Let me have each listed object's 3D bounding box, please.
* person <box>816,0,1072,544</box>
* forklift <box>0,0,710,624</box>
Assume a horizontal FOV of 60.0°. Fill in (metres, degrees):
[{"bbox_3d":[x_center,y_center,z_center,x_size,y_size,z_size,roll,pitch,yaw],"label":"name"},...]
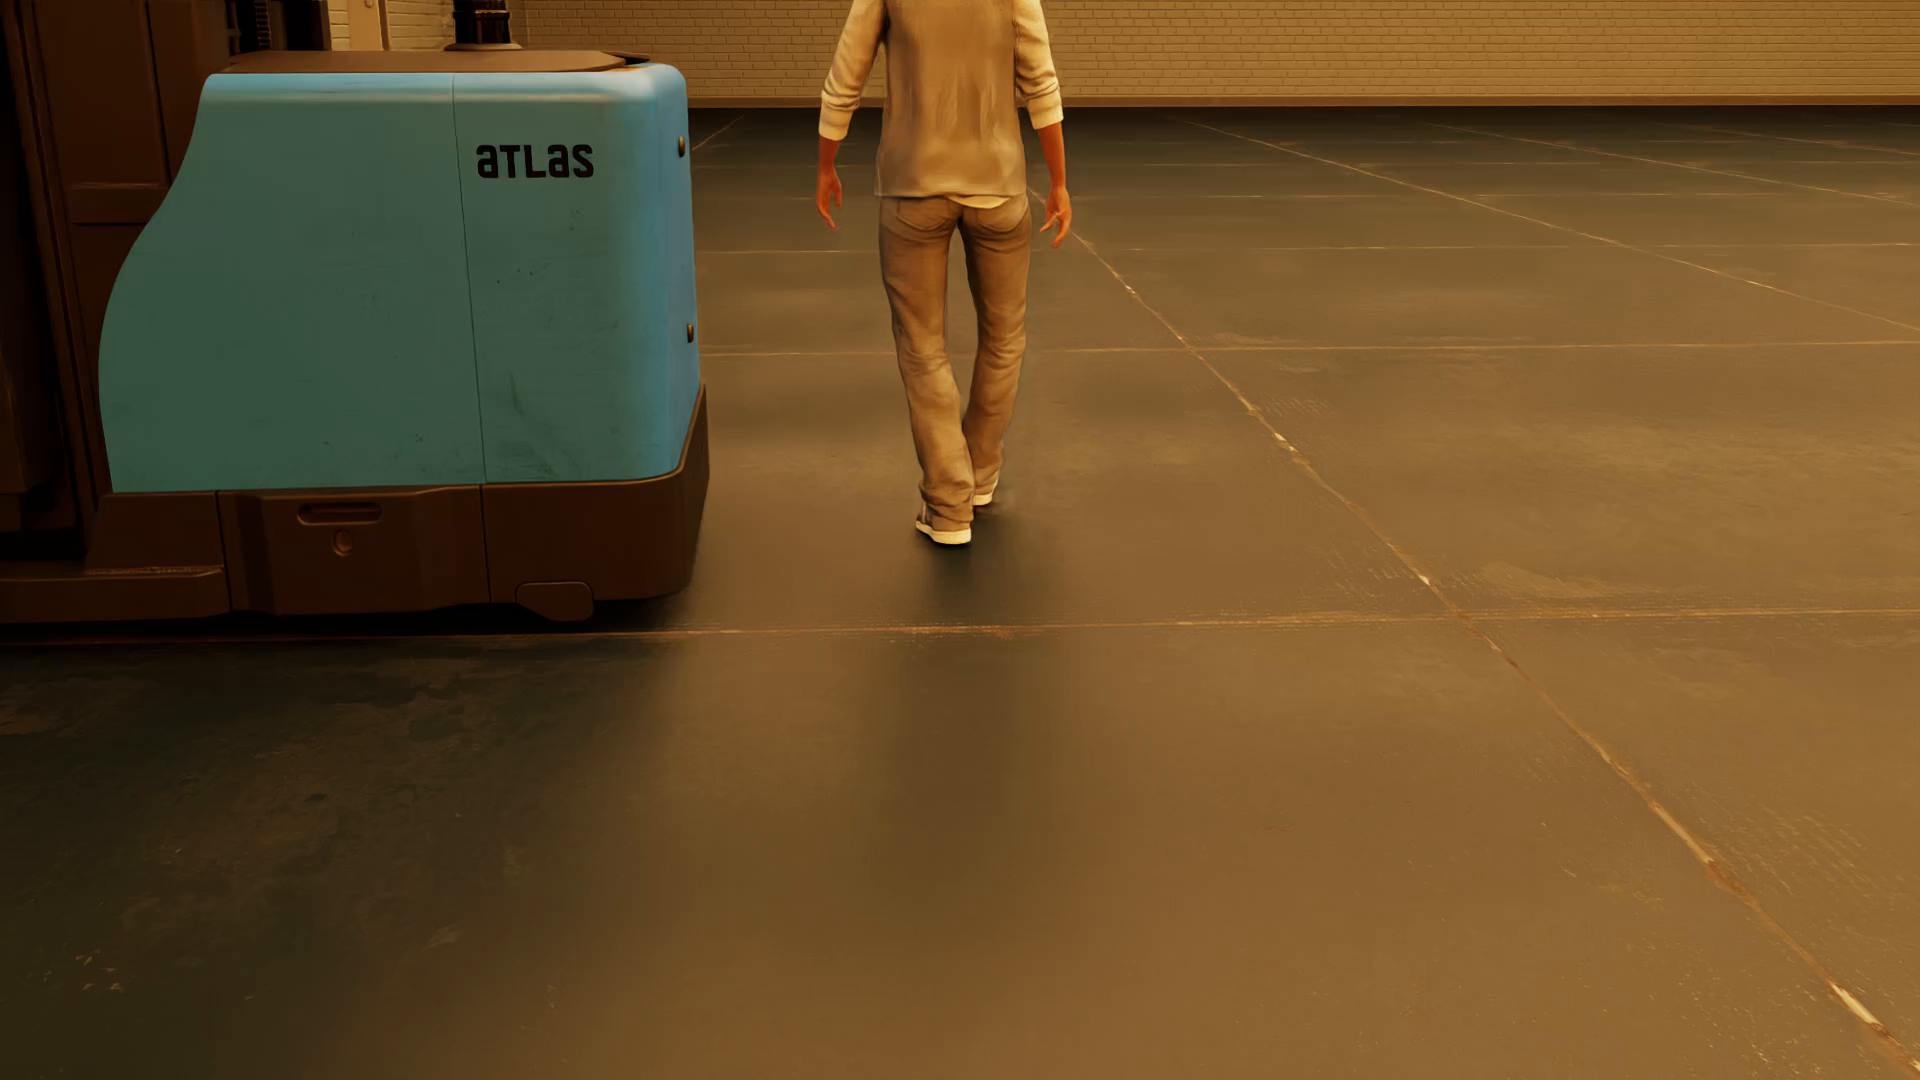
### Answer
[{"bbox_3d":[-0.045,-0.808,3.876,0.573,1.576,0.621,-3,17,-9],"label":"person"},{"bbox_3d":[-2.101,-1.329,3.252,3.031,2.935,1.130,-2,17,-5],"label":"forklift"}]
